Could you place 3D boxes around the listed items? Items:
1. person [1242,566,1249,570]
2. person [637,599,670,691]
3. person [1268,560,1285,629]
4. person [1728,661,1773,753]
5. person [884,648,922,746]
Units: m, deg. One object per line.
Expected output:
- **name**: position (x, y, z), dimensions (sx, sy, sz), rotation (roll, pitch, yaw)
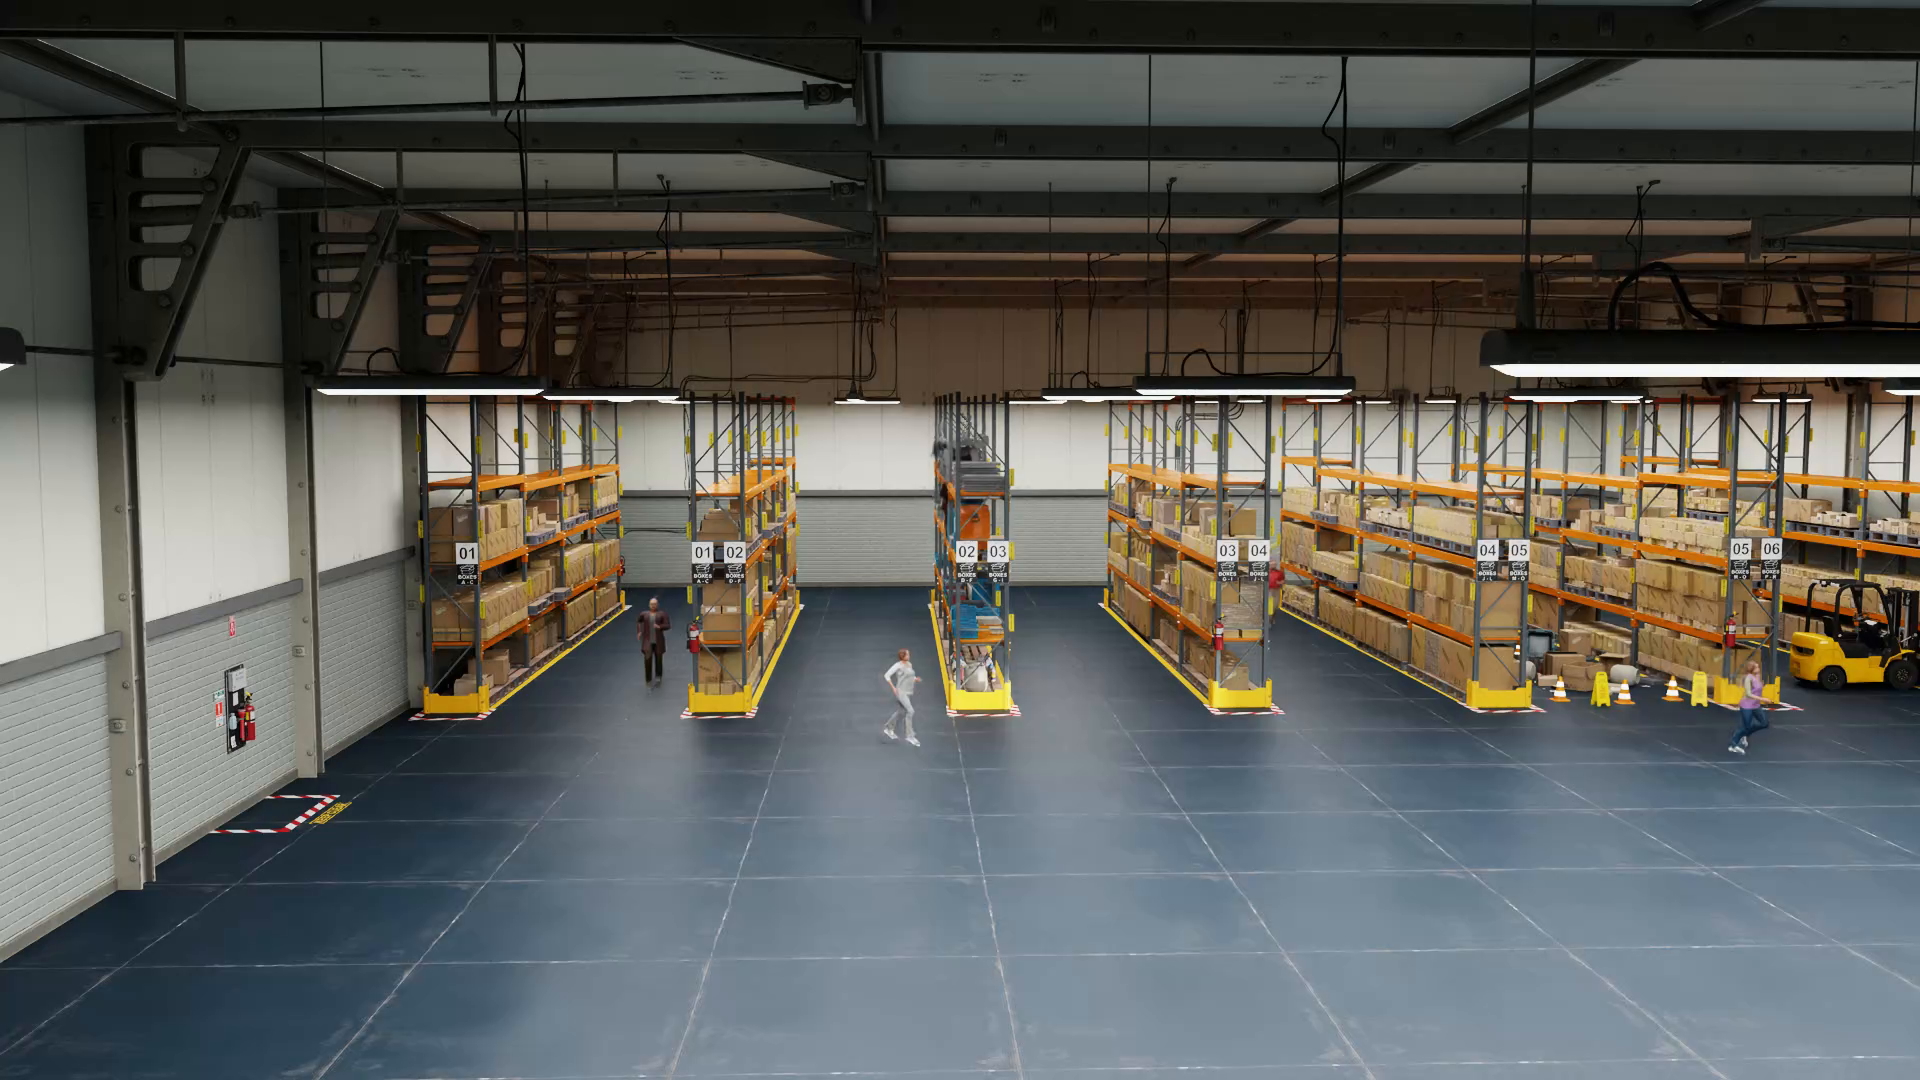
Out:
- **person**: position (8.376, 1.016, 48.527), dimensions (0.552, 1.667, 0.775), rotation (-3, 6, -35)
- **person**: position (-6.248, 2.107, 33.929), dimensions (0.677, 1.835, 0.909), rotation (-1, 5, -8)
- **person**: position (8.107, 1.422, 43.109), dimensions (0.633, 1.798, 0.761), rotation (0, 5, -3)
- **person**: position (13.035, 2.752, 27.351), dimensions (0.560, 1.553, 0.690), rotation (-4, 6, -40)
- **person**: position (-0.981, 2.659, 28.273), dimensions (0.759, 1.607, 0.517), rotation (2, 5, 26)
